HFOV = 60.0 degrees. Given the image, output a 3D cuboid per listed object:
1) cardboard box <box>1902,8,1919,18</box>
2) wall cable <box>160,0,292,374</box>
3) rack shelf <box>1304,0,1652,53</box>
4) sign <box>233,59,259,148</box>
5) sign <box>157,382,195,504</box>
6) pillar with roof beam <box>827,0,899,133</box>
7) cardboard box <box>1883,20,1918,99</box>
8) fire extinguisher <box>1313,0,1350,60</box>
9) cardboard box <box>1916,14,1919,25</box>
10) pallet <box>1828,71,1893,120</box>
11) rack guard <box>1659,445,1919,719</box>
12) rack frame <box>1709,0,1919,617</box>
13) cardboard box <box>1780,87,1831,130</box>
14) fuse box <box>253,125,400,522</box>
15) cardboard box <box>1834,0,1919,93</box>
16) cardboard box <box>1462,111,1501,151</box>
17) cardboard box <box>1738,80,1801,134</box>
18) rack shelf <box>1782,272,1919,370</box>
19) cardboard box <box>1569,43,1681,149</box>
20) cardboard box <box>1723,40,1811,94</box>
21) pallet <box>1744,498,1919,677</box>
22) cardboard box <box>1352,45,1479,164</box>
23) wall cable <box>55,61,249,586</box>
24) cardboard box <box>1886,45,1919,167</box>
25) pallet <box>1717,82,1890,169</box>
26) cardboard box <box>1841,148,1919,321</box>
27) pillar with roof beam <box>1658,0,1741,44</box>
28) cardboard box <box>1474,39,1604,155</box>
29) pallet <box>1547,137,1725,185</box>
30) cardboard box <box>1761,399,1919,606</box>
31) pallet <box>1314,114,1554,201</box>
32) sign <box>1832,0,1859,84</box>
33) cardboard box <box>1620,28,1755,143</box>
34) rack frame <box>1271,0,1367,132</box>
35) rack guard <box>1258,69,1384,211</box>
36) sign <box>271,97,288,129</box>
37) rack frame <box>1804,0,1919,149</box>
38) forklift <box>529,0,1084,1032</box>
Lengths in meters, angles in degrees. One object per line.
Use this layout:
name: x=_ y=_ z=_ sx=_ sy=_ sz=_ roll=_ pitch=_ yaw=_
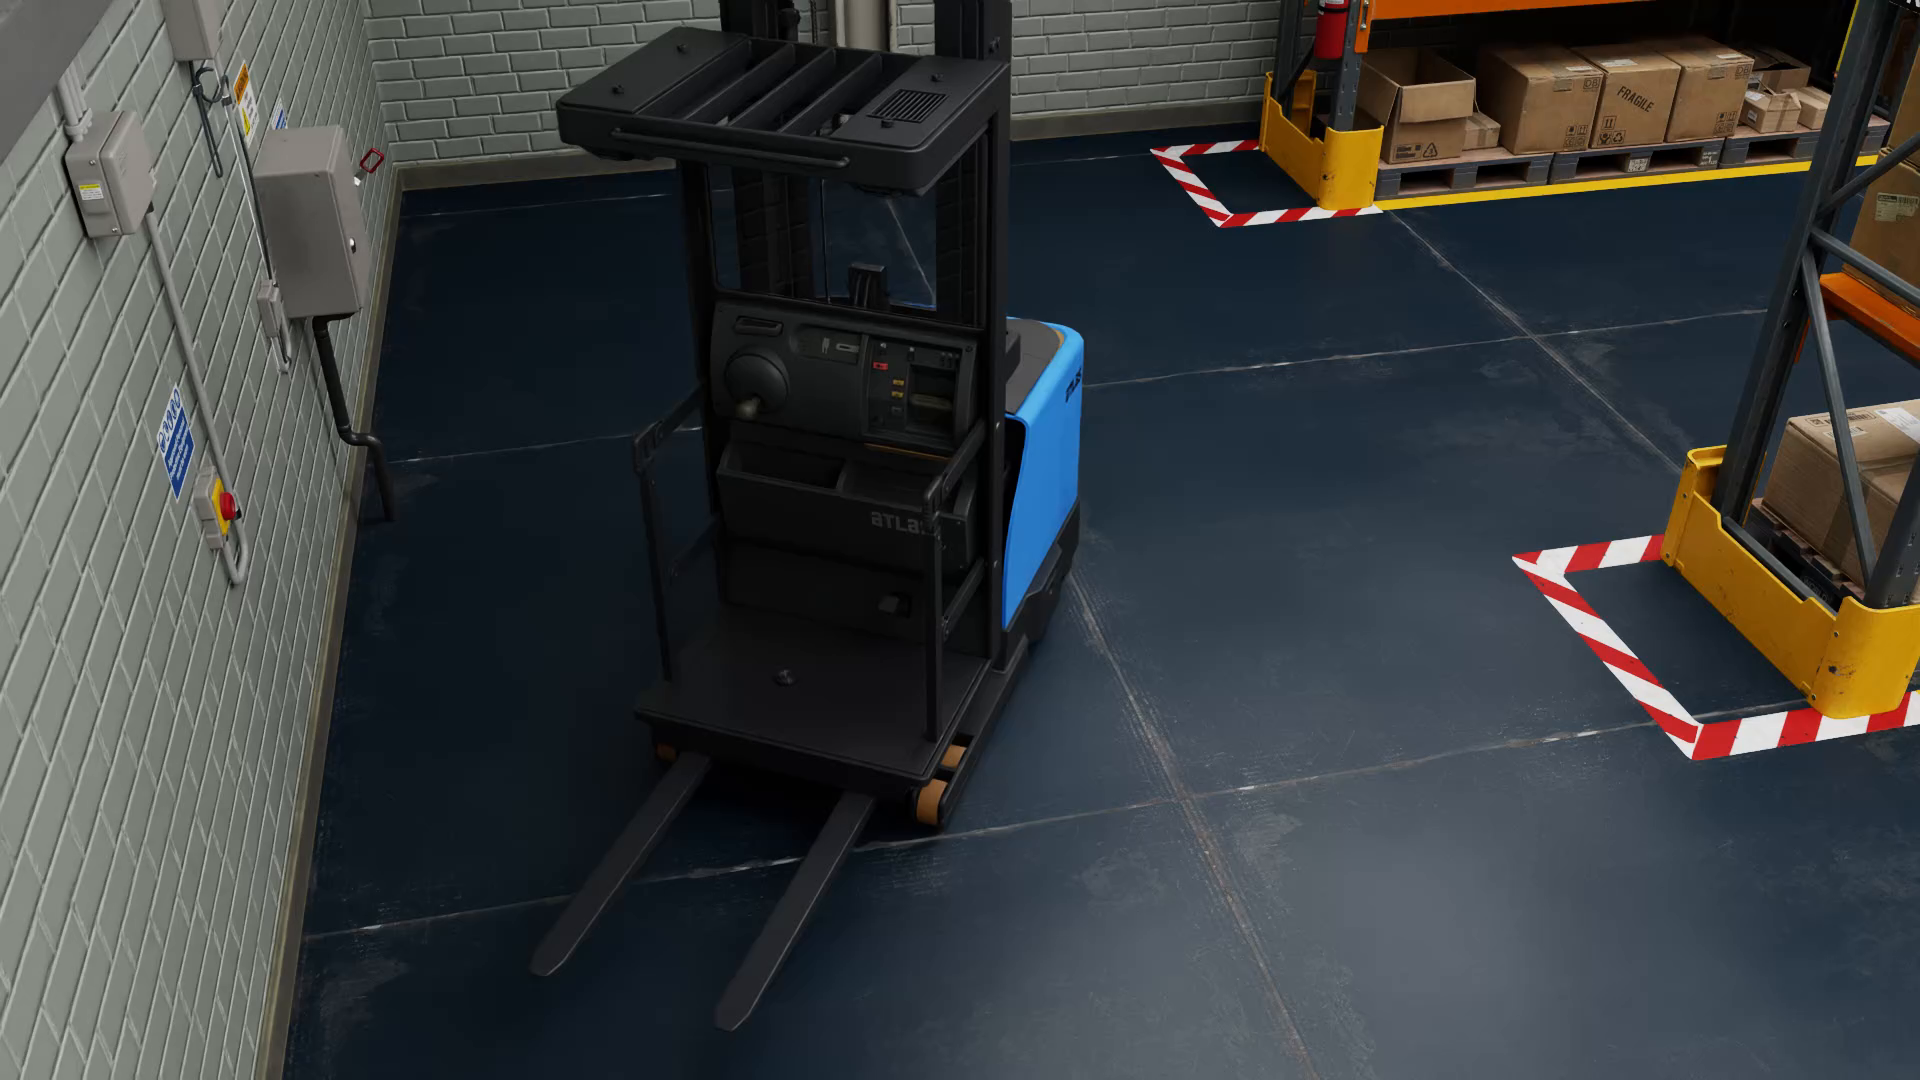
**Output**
cardboard box: x=6.413 y=-3.703 z=11.360 sx=0.250 sy=0.149 sz=0.380 roll=-9 pitch=35 yaw=-12
wall cable: x=-2.504 y=-1.392 z=5.720 sx=0.122 sy=1.984 sz=0.588 roll=-7 pitch=35 yaw=-11
rack shelf: x=4.167 y=-3.551 z=10.495 sx=4.000 sy=0.370 sz=1.077 roll=-7 pitch=35 yaw=-11
sign: x=-2.691 y=-1.647 z=6.272 sx=0.001 sy=0.242 sz=0.339 roll=-7 pitch=35 yaw=-11
sign: x=-2.229 y=-0.279 z=4.731 sx=0.001 sy=0.218 sz=0.327 roll=-7 pitch=35 yaw=-11
pillar with roof beam: x=0.337 y=-3.913 z=5.006 sx=0.400 sy=9.000 sz=9.100 roll=-7 pitch=35 yaw=-11
cardboard box: x=6.639 y=-3.169 z=11.147 sx=0.500 sy=0.500 sz=0.500 roll=-6 pitch=34 yaw=-8
fire extinguisher: x=2.174 y=-3.147 z=9.652 sx=0.183 sy=0.674 sz=0.296 roll=-7 pitch=35 yaw=-11
cardboard box: x=6.526 y=-3.400 z=10.910 sx=0.250 sy=0.149 sz=0.380 roll=-6 pitch=34 yaw=-8
pallet: x=6.902 y=-3.058 z=11.617 sx=1.213 sy=0.211 sz=1.003 roll=-7 pitch=35 yaw=-11
rack guard: x=3.291 y=0.135 z=6.601 sx=0.348 sy=0.500 sz=1.175 roll=-7 pitch=35 yaw=-11
rack frame: x=3.314 y=-0.906 z=5.908 sx=0.127 sy=3.000 sz=1.000 roll=-7 pitch=35 yaw=-11
cardboard box: x=5.639 y=-2.858 z=10.998 sx=0.250 sy=0.149 sz=0.380 roll=-8 pitch=35 yaw=-12
fuse box: x=-2.501 y=-0.825 z=6.944 sx=0.414 sy=1.711 sz=0.539 roll=-7 pitch=35 yaw=-11
cardboard box: x=6.531 y=-3.453 z=11.570 sx=0.500 sy=0.500 sz=0.500 roll=-7 pitch=35 yaw=-11
cardboard box: x=3.256 y=-2.649 z=10.687 sx=0.250 sy=0.149 sz=0.380 roll=-9 pitch=35 yaw=-12
cardboard box: x=5.290 y=-2.862 z=10.900 sx=0.258 sy=0.266 sz=0.396 roll=-6 pitch=34 yaw=-9
rack shelf: x=5.265 y=-0.853 z=6.475 sx=4.000 sy=0.370 sz=1.077 roll=-7 pitch=35 yaw=-11
cardboard box: x=4.213 y=-2.858 z=10.684 sx=0.500 sy=0.500 sz=0.500 roll=-7 pitch=34 yaw=-10
cardboard box: x=5.421 y=-3.200 z=11.363 sx=0.500 sy=0.311 sz=0.500 roll=-6 pitch=34 yaw=-9
pallet: x=4.077 y=0.111 z=6.895 sx=1.213 sy=0.211 sz=1.003 roll=-7 pitch=35 yaw=-11
cardboard box: x=2.833 y=-2.765 z=10.542 sx=0.637 sy=0.503 sz=0.797 roll=-9 pitch=35 yaw=-12
wall cable: x=-2.180 y=-0.635 z=4.565 sx=0.123 sy=1.953 sz=0.585 roll=-7 pitch=35 yaw=-11
cardboard box: x=3.732 y=-1.552 z=5.883 sx=0.500 sy=0.500 sz=0.500 roll=-6 pitch=34 yaw=-9
pallet: x=5.447 y=-2.853 z=11.313 sx=1.213 sy=0.211 sz=1.003 roll=-7 pitch=35 yaw=-11
cardboard box: x=3.727 y=-1.151 z=6.183 sx=0.500 sy=0.500 sz=0.500 roll=-7 pitch=34 yaw=-10
pillar with roof beam: x=6.189 y=-4.651 z=6.105 sx=0.400 sy=9.000 sz=9.100 roll=-7 pitch=35 yaw=-11
cardboard box: x=3.676 y=-2.848 z=10.668 sx=0.500 sy=0.500 sz=0.700 roll=-6 pitch=34 yaw=-9
pallet: x=4.255 y=-2.701 z=11.086 sx=1.213 sy=0.211 sz=1.003 roll=-7 pitch=35 yaw=-11
cardboard box: x=3.936 y=-0.152 z=6.707 sx=0.875 sy=0.438 sz=0.875 roll=-8 pitch=35 yaw=-12
pallet: x=3.067 y=-2.553 z=10.866 sx=1.213 sy=0.211 sz=1.003 roll=-7 pitch=35 yaw=-11
sign: x=3.208 y=-1.782 z=5.962 sx=0.005 sy=0.325 sz=0.100 roll=-7 pitch=35 yaw=-11
cardboard box: x=4.688 y=-2.975 z=10.858 sx=0.500 sy=0.500 sz=0.700 roll=-8 pitch=35 yaw=-12
rack frame: x=2.216 y=-3.603 z=9.928 sx=0.127 sy=3.000 sz=1.000 roll=-7 pitch=35 yaw=-11
rack guard: x=2.290 y=-2.575 z=10.638 sx=0.348 sy=0.500 sz=1.175 roll=-7 pitch=35 yaw=-11
sign: x=-2.812 y=-1.564 z=6.973 sx=0.001 sy=0.494 sz=0.329 roll=-7 pitch=35 yaw=-11
rack frame: x=6.117 y=-4.095 z=10.661 sx=0.127 sy=3.000 sz=1.000 roll=-7 pitch=35 yaw=-11
forklift: x=-0.464 y=-0.483 z=5.339 sx=1.130 sy=2.935 sz=3.031 roll=11 pitch=35 yaw=16
